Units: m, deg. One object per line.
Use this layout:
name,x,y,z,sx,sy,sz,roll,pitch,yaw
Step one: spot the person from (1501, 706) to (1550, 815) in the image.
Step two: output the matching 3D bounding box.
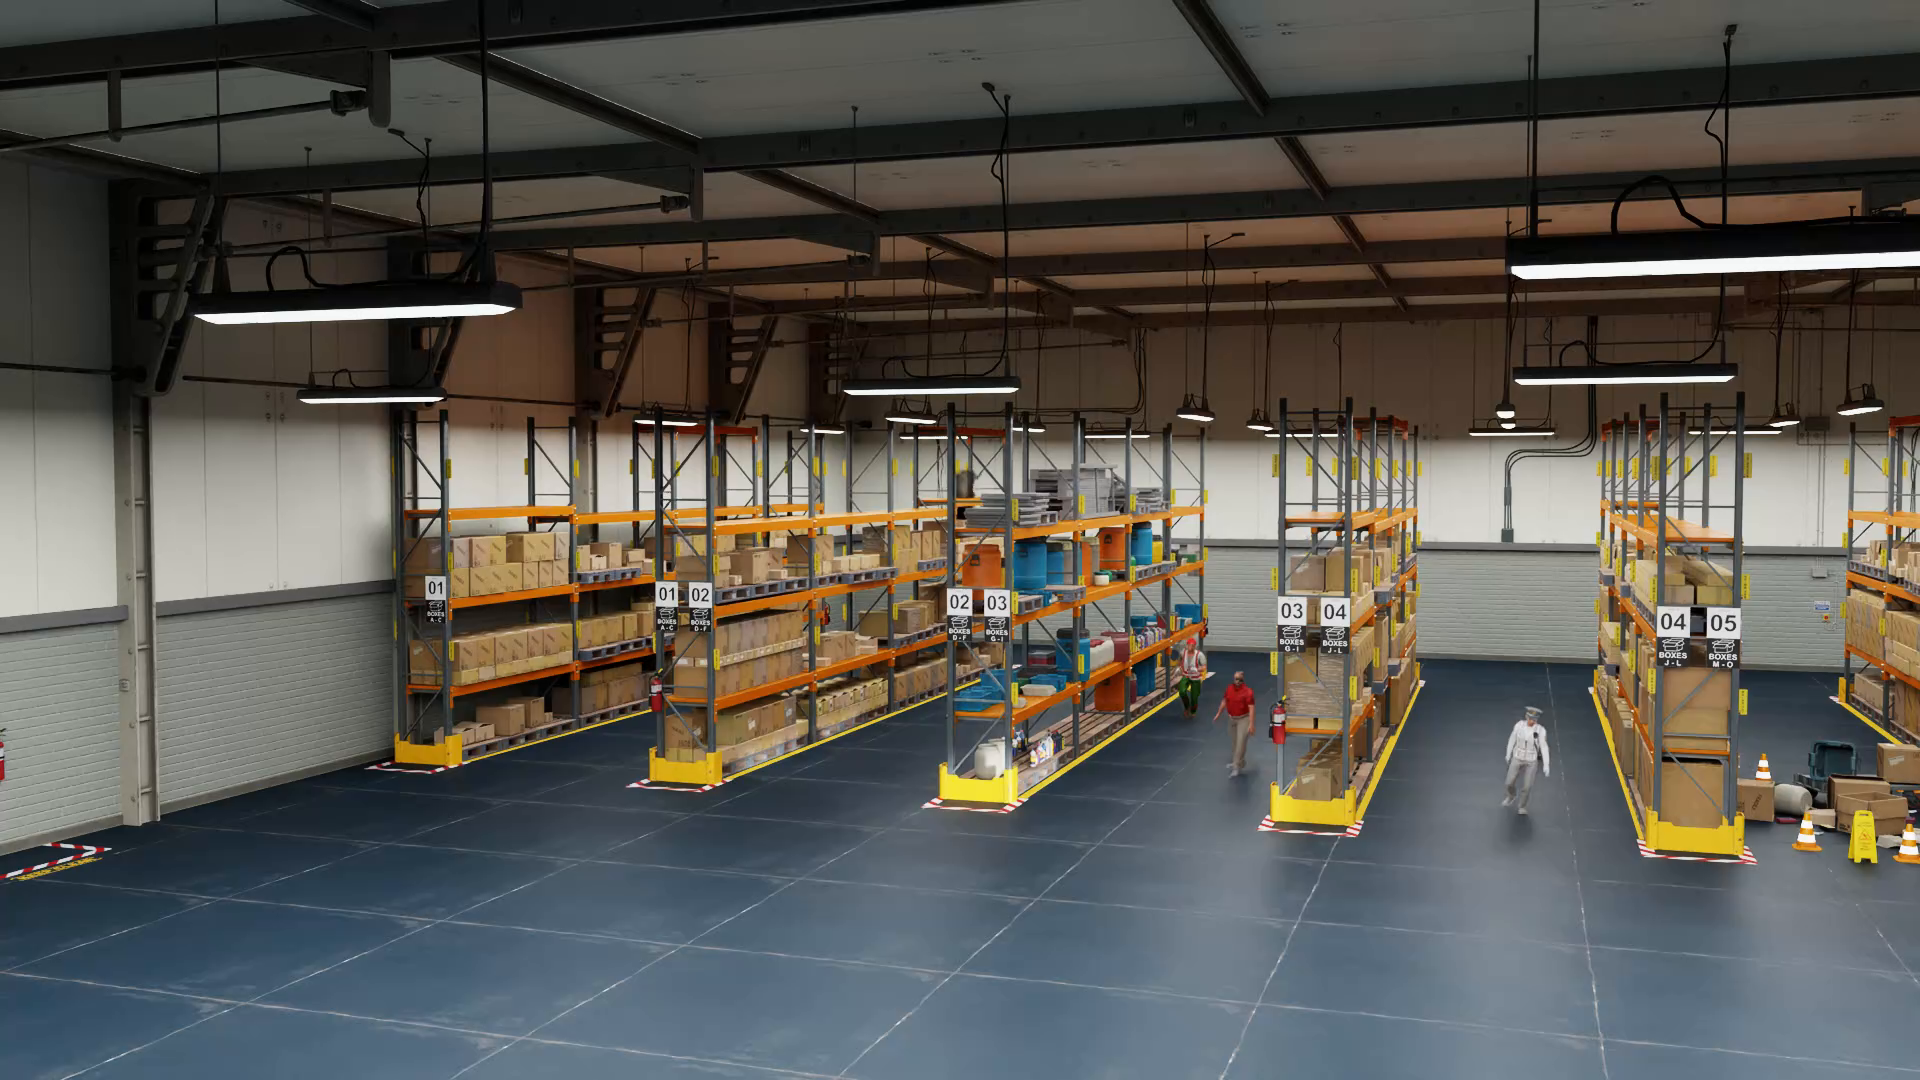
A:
person,8.145,3.169,23.947,0.704,1.589,0.608,1,3,27

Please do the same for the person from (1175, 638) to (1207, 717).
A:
person,4.572,2.741,33.010,0.689,1.649,0.964,1,3,16

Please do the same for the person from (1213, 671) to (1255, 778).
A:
person,4.531,2.987,27.284,0.782,1.721,0.723,-2,3,-38
